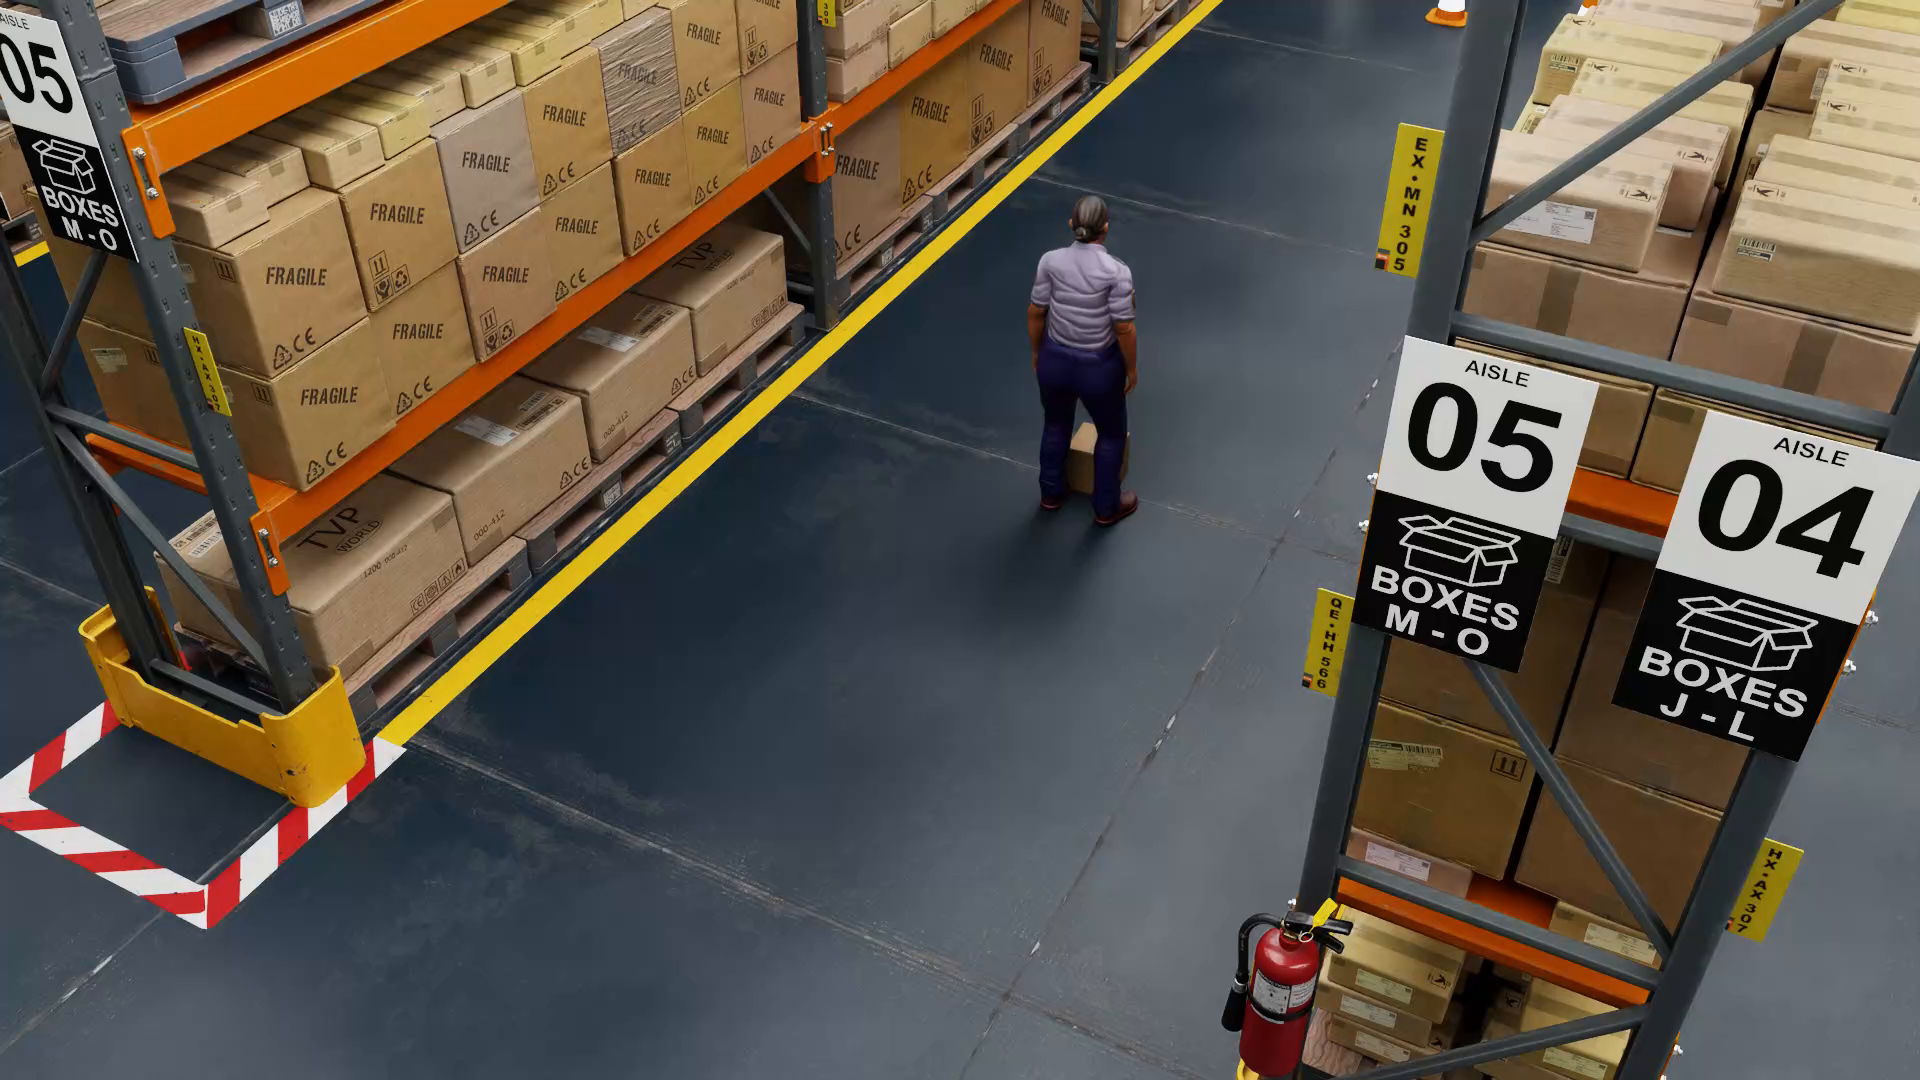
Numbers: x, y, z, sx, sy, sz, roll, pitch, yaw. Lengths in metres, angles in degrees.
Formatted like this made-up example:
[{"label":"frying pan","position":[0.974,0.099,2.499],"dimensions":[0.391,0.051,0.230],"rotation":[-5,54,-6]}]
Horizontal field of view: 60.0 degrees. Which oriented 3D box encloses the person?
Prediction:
[{"label":"person","position":[0.588,-0.815,7.803],"dimensions":[0.558,1.636,0.377],"rotation":[15,41,19]}]
